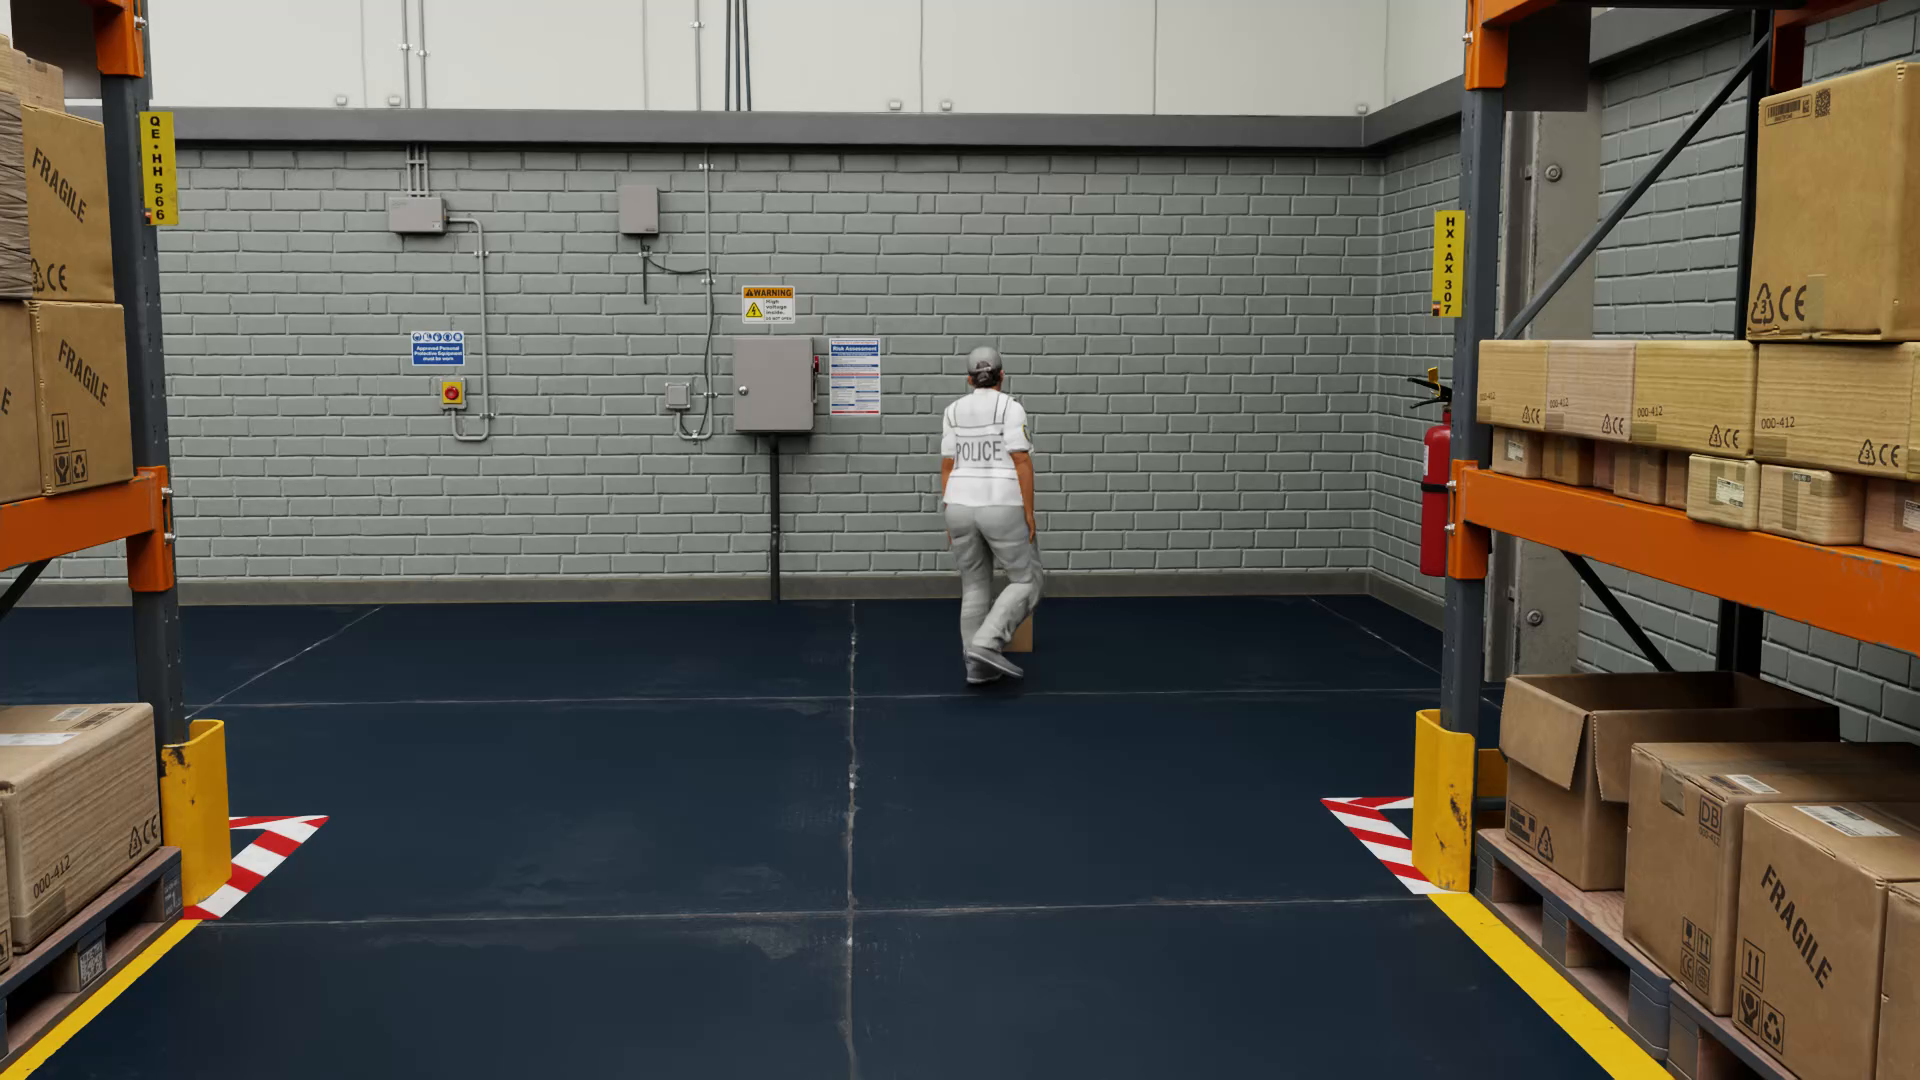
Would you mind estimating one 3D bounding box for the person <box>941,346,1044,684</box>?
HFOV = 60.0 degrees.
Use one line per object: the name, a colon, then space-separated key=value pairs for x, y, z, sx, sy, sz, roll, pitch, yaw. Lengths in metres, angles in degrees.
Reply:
person: x=0.123 y=-0.106 z=8.091 sx=0.553 sy=1.661 sz=0.594 roll=4 pitch=8 yaw=31
